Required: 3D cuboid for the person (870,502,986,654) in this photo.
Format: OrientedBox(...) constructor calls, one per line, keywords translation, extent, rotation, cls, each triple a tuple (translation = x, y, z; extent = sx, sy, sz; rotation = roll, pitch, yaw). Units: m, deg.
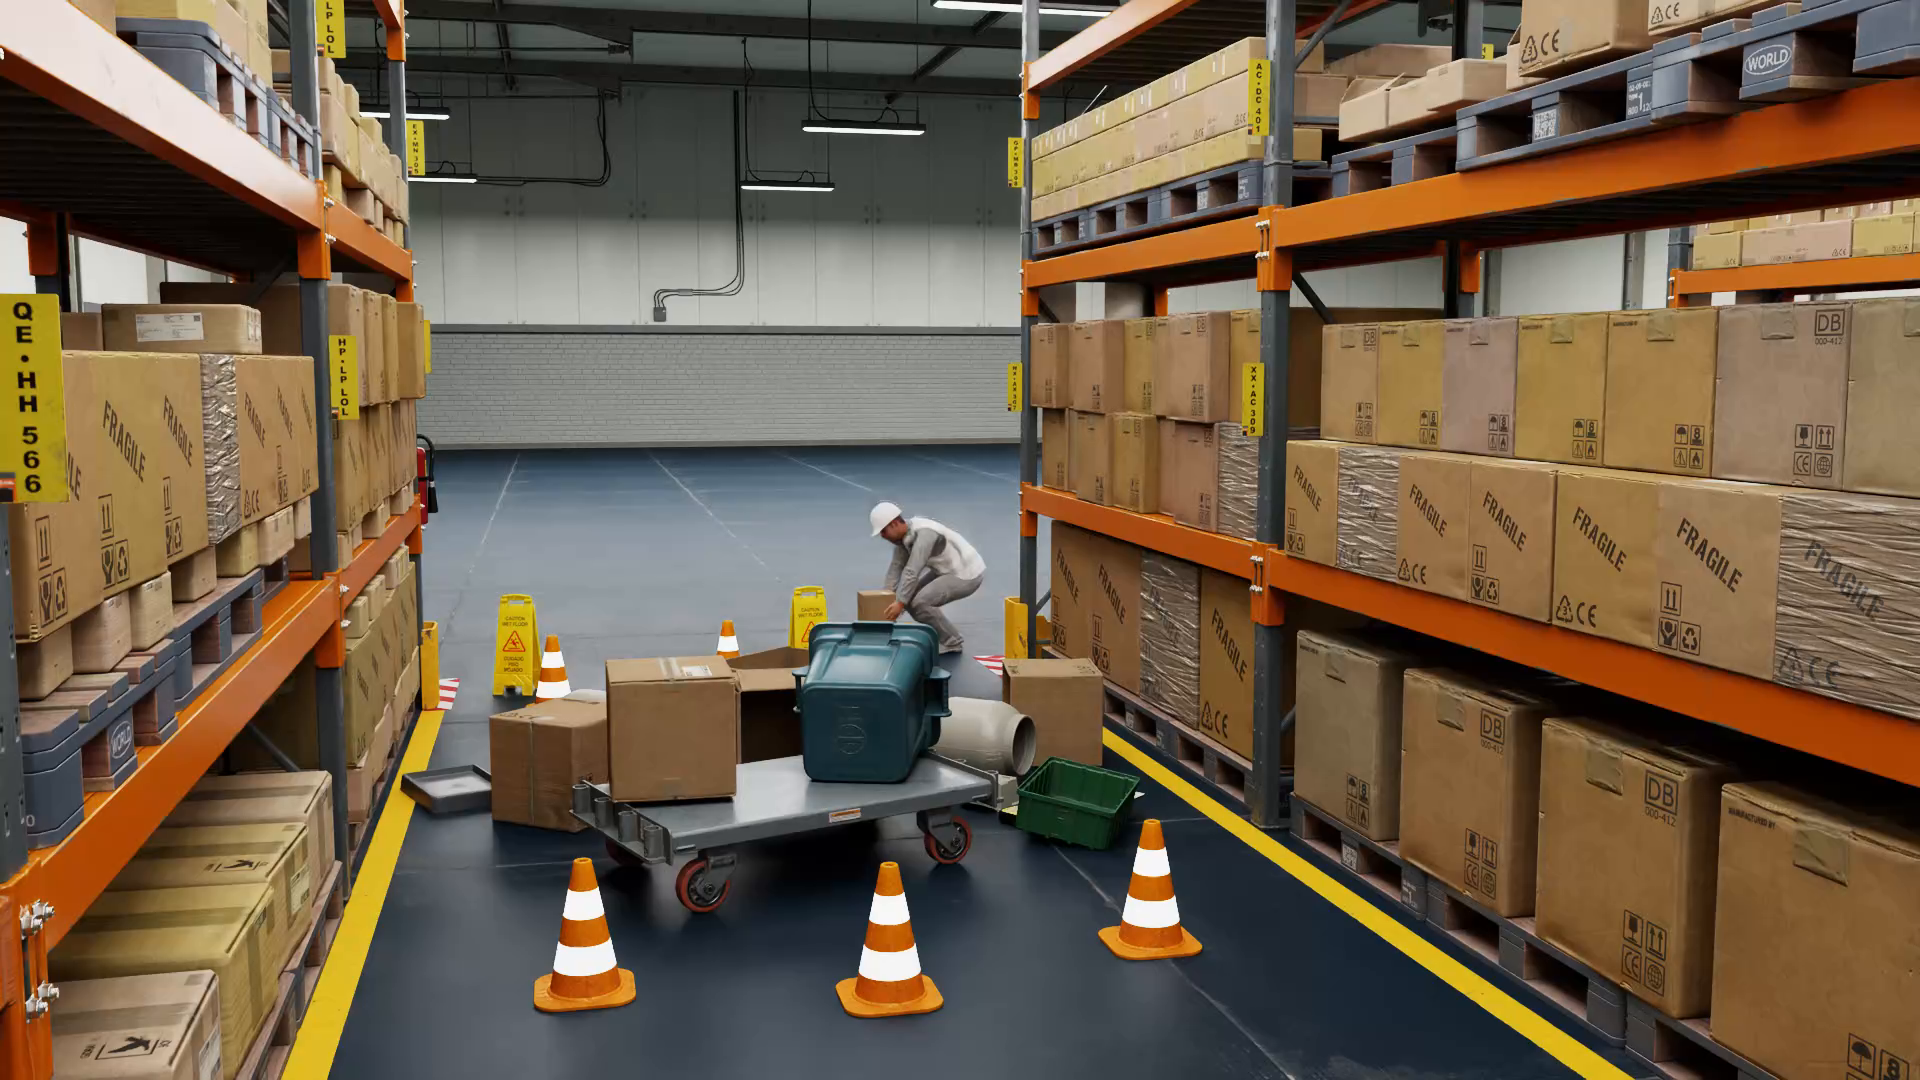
OrientedBox(translation=(-0.242, 0.273, 12.329), extent=(0.866, 1.125, 0.556), rotation=(-1, 6, -14), cls="person")
